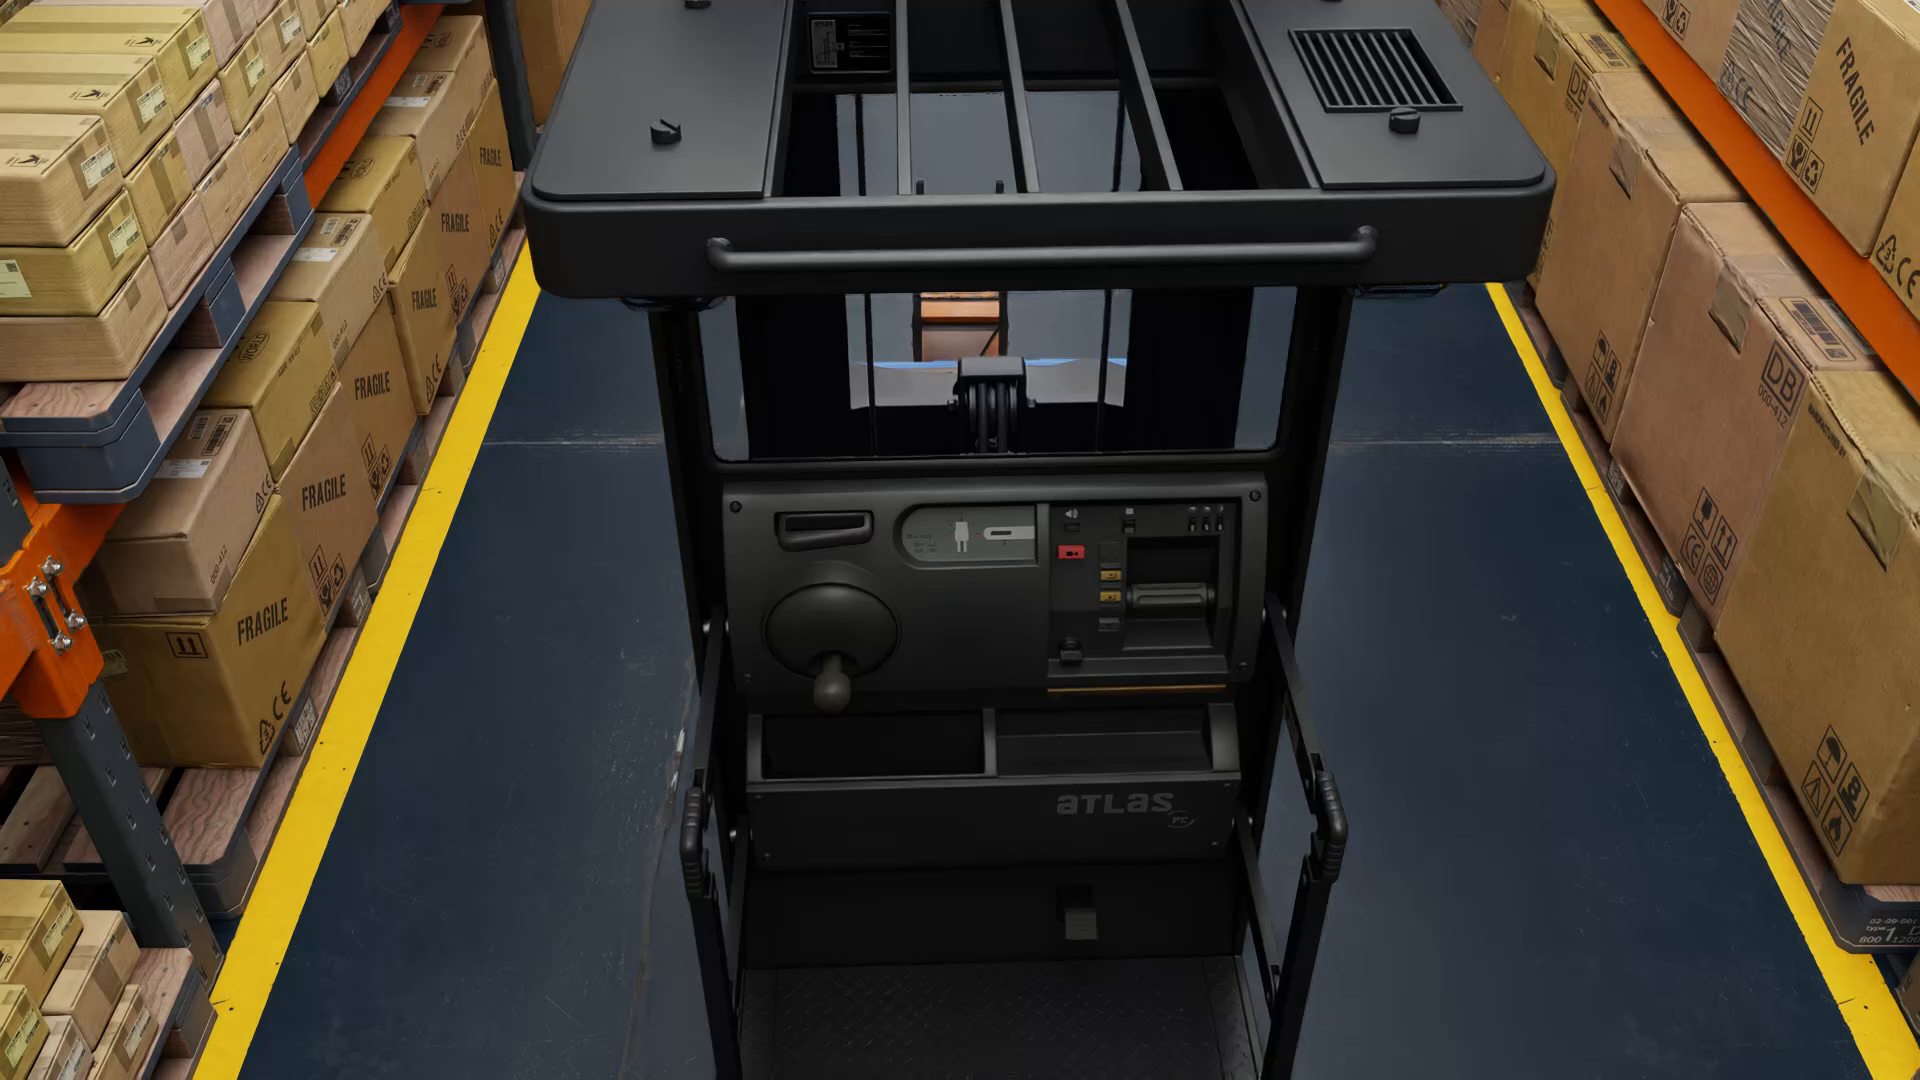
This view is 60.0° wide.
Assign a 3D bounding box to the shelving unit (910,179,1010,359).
[{"bbox_3d":[0.000,-0.365,4.746,0.258,1.200,0.503,0,39,0],"label":"shelving unit"}]

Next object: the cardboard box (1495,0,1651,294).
[{"bbox_3d":[2.673,-1.470,6.048,1.225,0.875,0.875,-2,39,-2],"label":"cardboard box"}]

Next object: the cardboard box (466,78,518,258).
[{"bbox_3d":[-2.005,-1.403,6.265,0.500,0.500,0.500,0,39,0],"label":"cardboard box"}]

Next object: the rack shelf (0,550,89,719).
[{"bbox_3d":[-2.260,1.407,1.671,1.077,0.370,4.000,0,39,0],"label":"rack shelf"}]

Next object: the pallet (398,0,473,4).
[{"bbox_3d":[-2.160,-2.106,5.632,1.213,0.211,1.003,0,39,0],"label":"pallet"}]

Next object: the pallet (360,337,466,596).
[{"bbox_3d":[-2.269,-0.288,5.441,1.003,0.211,1.213,0,39,0],"label":"pallet"}]

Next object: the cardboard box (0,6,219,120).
[{"bbox_3d":[-1.807,-1.004,3.494,0.380,0.149,0.250,0,39,0],"label":"cardboard box"}]

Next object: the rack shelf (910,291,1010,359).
[{"bbox_3d":[0.000,-0.671,4.500,0.258,0.148,0.480,0,39,0],"label":"rack shelf"}]

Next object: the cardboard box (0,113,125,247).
[{"bbox_3d":[-1.803,-0.669,3.076,0.380,0.149,0.250,2,39,2],"label":"cardboard box"}]

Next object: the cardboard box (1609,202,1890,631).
[{"bbox_3d":[2.675,-0.359,4.662,1.225,0.875,0.875,-1,39,-2],"label":"cardboard box"}]

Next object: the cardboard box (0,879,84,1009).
[{"bbox_3d":[-2.002,0.814,3.304,0.380,0.149,0.250,1,39,1],"label":"cardboard box"}]

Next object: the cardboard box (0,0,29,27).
[{"bbox_3d":[-2.463,-1.209,3.987,0.380,0.149,0.250,-2,39,-2],"label":"cardboard box"}]

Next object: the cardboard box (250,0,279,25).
[{"bbox_3d":[-1.806,-1.320,3.888,0.380,0.149,0.250,0,39,0],"label":"cardboard box"}]

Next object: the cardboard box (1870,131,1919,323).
[{"bbox_3d":[2.430,-0.706,3.652,0.500,0.500,0.500,1,39,1],"label":"cardboard box"}]

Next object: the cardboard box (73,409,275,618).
[{"bbox_3d":[-1.999,-0.068,4.000,0.500,0.250,0.500,-2,39,-2],"label":"cardboard box"}]

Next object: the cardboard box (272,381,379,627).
[{"bbox_3d":[-2.001,-0.106,4.647,0.500,0.500,0.500,2,39,2],"label":"cardboard box"}]

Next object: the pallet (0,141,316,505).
[{"bbox_3d":[-2.118,-0.528,3.663,1.003,0.211,1.213,0,39,0],"label":"pallet"}]

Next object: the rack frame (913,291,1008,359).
[{"bbox_3d":[0.000,-0.212,4.555,0.240,1.200,0.015,0,39,0],"label":"rack frame"}]

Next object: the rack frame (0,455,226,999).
[{"bbox_3d":[-2.263,-0.125,3.007,1.000,3.000,0.127,0,39,0],"label":"rack frame"}]

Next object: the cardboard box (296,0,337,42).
[{"bbox_3d":[-1.810,-1.374,4.193,0.380,0.149,0.250,-1,39,-1],"label":"cardboard box"}]

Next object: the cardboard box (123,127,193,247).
[{"bbox_3d":[-1.805,-0.715,3.371,0.380,0.149,0.250,-1,39,-1],"label":"cardboard box"}]

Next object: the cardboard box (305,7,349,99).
[{"bbox_3d":[-1.810,-1.254,4.281,0.380,0.149,0.250,-1,39,-1],"label":"cardboard box"}]

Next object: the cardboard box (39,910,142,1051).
[{"bbox_3d":[-1.944,0.905,3.429,0.380,0.149,0.250,1,39,1],"label":"cardboard box"}]

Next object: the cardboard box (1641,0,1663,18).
[{"bbox_3d":[2.424,-1.979,5.241,0.500,0.500,0.500,-1,39,-1],"label":"cardboard box"}]

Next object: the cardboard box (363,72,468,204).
[{"bbox_3d":[-1.993,-1.364,5.617,0.500,0.250,0.500,0,39,1],"label":"cardboard box"}]

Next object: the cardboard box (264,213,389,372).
[{"bbox_3d":[-1.999,-0.720,4.813,0.500,0.250,0.500,1,39,2],"label":"cardboard box"}]

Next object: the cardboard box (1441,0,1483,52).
[{"bbox_3d":[2.659,-2.529,7.654,0.700,0.500,0.500,-3,39,-4],"label":"cardboard box"}]

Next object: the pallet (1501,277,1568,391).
[{"bbox_3d":[2.618,-0.985,6.311,1.003,0.211,1.213,0,39,0],"label":"pallet"}]

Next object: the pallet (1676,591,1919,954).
[{"bbox_3d":[2.621,0.541,4.407,1.003,0.211,1.213,0,39,0],"label":"pallet"}]

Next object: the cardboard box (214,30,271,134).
[{"bbox_3d":[-1.807,-1.039,3.776,0.380,0.149,0.250,-2,39,-2],"label":"cardboard box"}]

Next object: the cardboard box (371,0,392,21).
[{"bbox_3d":[-1.811,-1.582,4.690,0.380,0.149,0.250,1,39,1],"label":"cardboard box"}]

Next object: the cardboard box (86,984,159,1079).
[{"bbox_3d":[-1.922,1.069,3.461,0.380,0.149,0.250,0,39,1],"label":"cardboard box"}]

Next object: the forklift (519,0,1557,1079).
[{"bbox_3d":[0.072,0.164,2.701,1.130,2.935,3.031,-1,39,-2],"label":"forklift"}]

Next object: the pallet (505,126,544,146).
[{"bbox_3d":[-2.193,-2.031,7.616,1.003,0.211,1.213,0,39,0],"label":"pallet"}]

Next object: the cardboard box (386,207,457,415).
[{"bbox_3d":[-1.991,-0.748,5.448,0.500,0.500,0.500,-2,39,-2],"label":"cardboard box"}]

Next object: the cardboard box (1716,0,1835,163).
[{"bbox_3d":[2.427,-1.346,4.451,0.500,0.500,0.500,0,39,0],"label":"cardboard box"}]

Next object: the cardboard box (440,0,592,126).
[{"bbox_3d":[-2.178,-2.293,7.176,1.050,0.750,0.750,-1,39,-1],"label":"cardboard box"}]

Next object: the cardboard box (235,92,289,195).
[{"bbox_3d":[-1.805,-0.924,3.869,0.380,0.149,0.250,0,39,0],"label":"cardboard box"}]

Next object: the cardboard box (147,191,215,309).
[{"bbox_3d":[-1.809,-0.611,3.478,0.380,0.149,0.250,1,39,1],"label":"cardboard box"}]
